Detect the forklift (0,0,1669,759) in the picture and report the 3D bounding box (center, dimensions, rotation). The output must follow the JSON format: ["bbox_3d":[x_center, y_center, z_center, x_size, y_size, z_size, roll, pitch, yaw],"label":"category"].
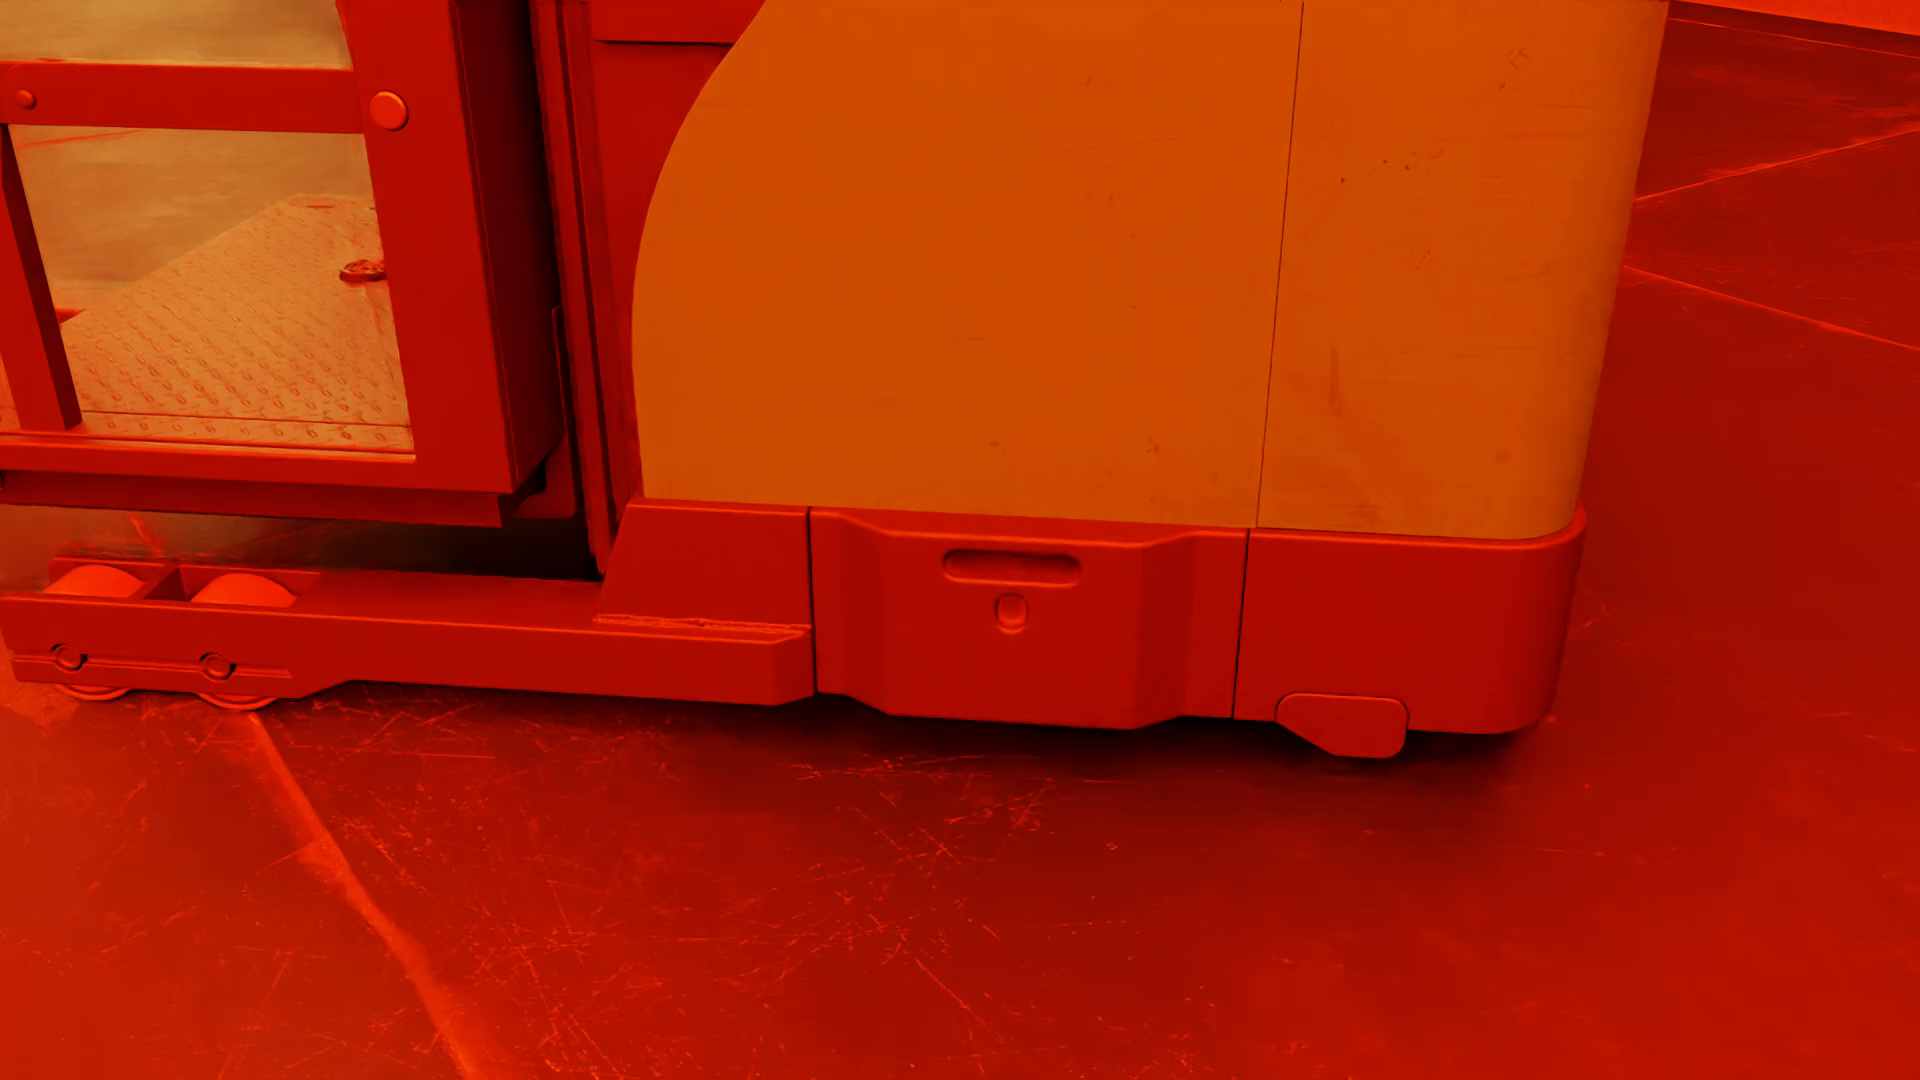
[{"bbox_3d":[-0.753,-1.330,1.882,3.031,2.935,1.130,3,27,6],"label":"forklift"}]
